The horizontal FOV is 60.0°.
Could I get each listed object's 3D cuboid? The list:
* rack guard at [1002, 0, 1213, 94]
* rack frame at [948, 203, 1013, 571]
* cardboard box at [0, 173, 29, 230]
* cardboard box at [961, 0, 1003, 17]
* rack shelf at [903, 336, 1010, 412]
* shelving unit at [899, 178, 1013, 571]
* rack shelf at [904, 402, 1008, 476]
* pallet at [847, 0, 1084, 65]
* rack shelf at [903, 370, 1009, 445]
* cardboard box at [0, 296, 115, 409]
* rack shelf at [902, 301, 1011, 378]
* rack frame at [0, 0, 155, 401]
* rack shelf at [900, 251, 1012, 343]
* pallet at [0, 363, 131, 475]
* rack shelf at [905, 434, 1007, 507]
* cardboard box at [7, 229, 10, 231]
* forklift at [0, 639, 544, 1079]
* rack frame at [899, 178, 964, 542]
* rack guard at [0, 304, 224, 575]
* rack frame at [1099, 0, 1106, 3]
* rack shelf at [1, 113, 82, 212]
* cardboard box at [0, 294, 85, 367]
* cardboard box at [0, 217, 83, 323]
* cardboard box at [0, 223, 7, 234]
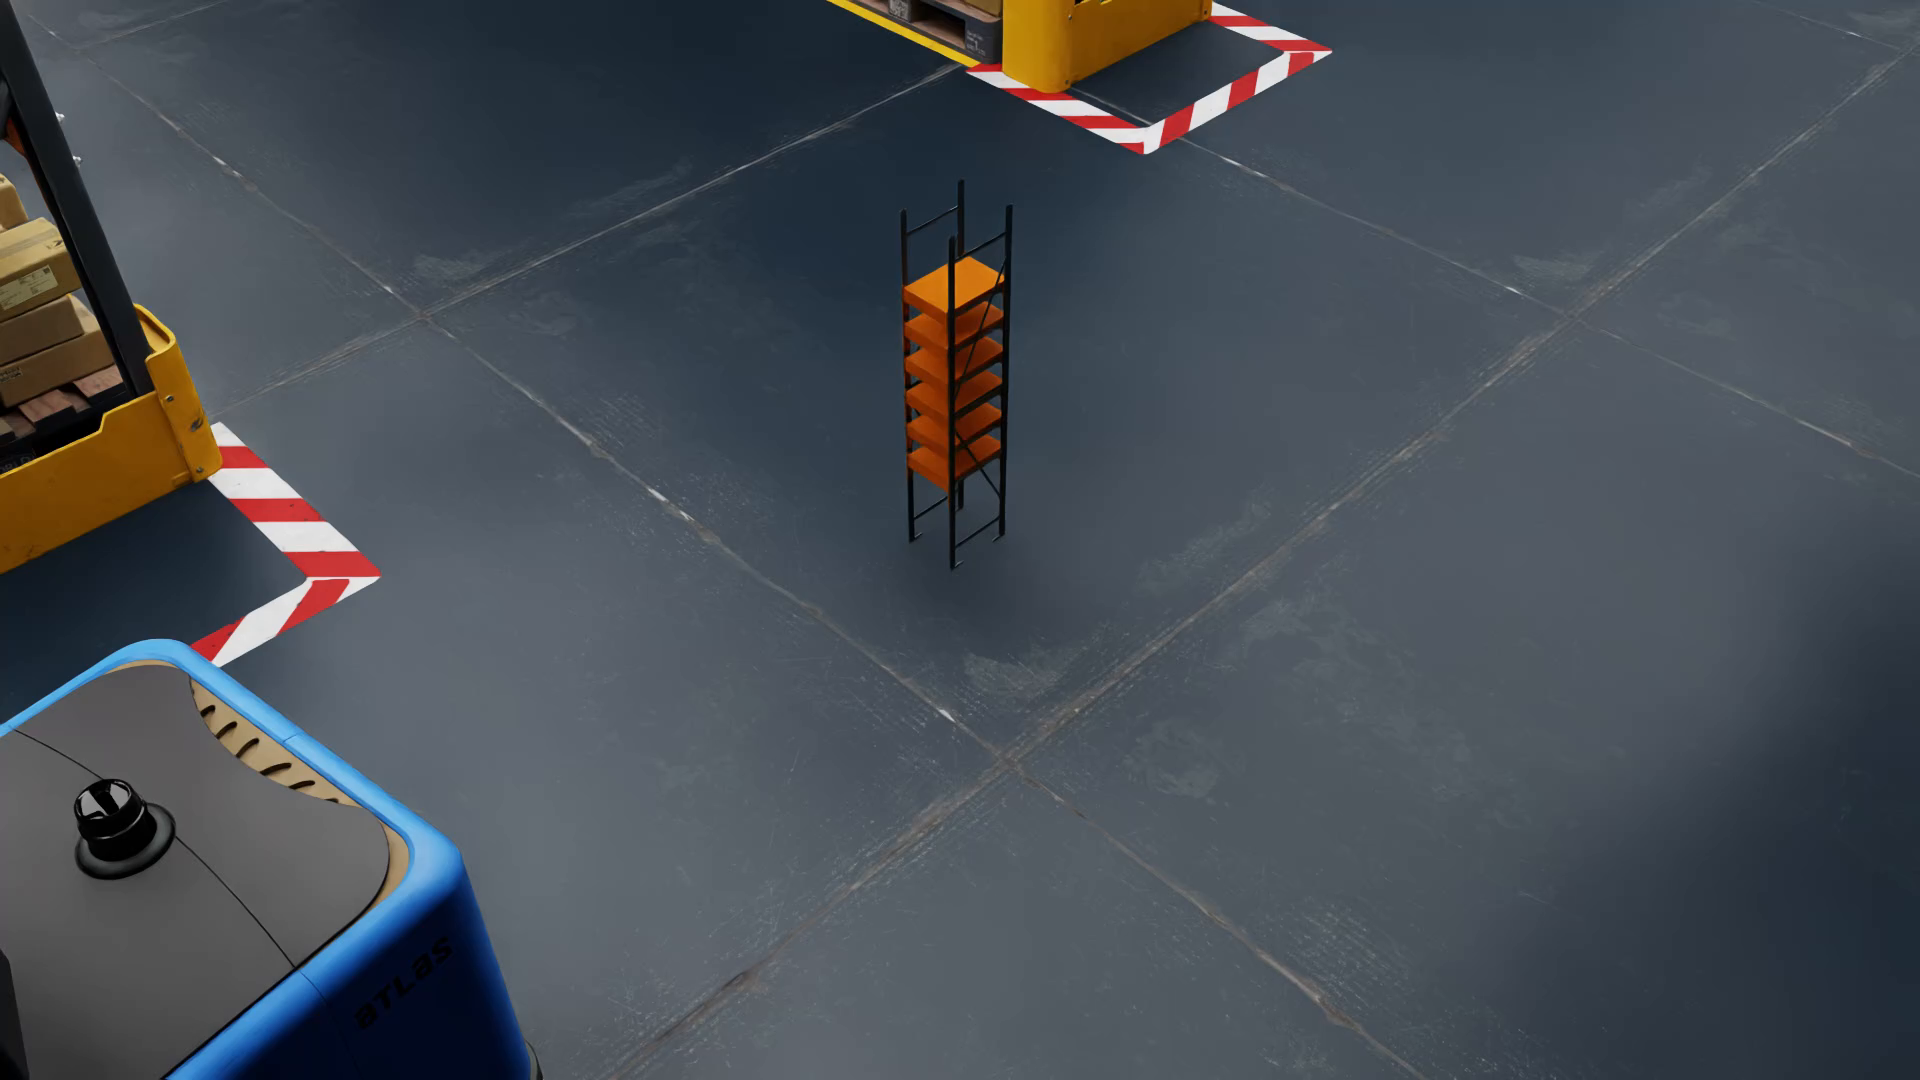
[{"bbox_3d":[0.699,-2.512,7.600,1.175,0.500,0.348,-34,53,-31],"label":"rack guard"},{"bbox_3d":[0.054,-0.404,4.803,0.240,1.200,0.006,-34,53,-31],"label":"rack frame"},{"bbox_3d":[-3.397,-1.111,5.595,0.250,0.149,0.380,34,53,31],"label":"cardboard box"},{"bbox_3d":[0.174,-3.085,7.634,0.875,0.875,0.875,-34,53,-31],"label":"cardboard box"},{"bbox_3d":[-0.010,-0.503,4.799,0.258,0.103,0.180,-34,53,-31],"label":"rack shelf"},{"bbox_3d":[-0.010,-0.448,4.850,0.258,1.200,0.189,-34,53,-31],"label":"shelving unit"},{"bbox_3d":[-0.010,-0.327,4.962,0.258,0.103,0.180,-34,53,-31],"label":"rack shelf"},{"bbox_3d":[0.062,-2.764,8.086,1.003,0.211,1.213,-34,53,-31],"label":"pallet"},{"bbox_3d":[-0.010,-0.415,4.880,0.258,0.103,0.180,-34,53,-31],"label":"rack shelf"},{"bbox_3d":[-3.044,-0.626,5.508,0.380,0.149,0.250,-33,52,-31],"label":"cardboard box"},{"bbox_3d":[-0.010,-0.591,4.718,0.258,0.103,0.180,-34,53,-31],"label":"rack shelf"},{"bbox_3d":[-2.901,-1.113,4.244,1.000,3.000,0.127,-34,53,-31],"label":"rack frame"},{"bbox_3d":[-0.010,-0.679,4.636,0.258,0.103,0.180,-34,53,-31],"label":"rack shelf"},{"bbox_3d":[-3.503,-0.533,5.671,1.003,0.211,1.213,-34,53,-31],"label":"pallet"},{"bbox_3d":[-0.010,-0.239,5.043,0.258,0.103,0.180,-34,53,-31],"label":"rack shelf"},{"bbox_3d":[-3.582,-1.113,5.817,0.380,0.149,0.250,-32,52,-30],"label":"cardboard box"},{"bbox_3d":[-2.193,0.887,2.130,1.130,2.935,3.031,27,49,26],"label":"forklift"},{"bbox_3d":[-0.075,-0.492,4.898,0.240,1.200,0.006,-34,53,-31],"label":"rack frame"},{"bbox_3d":[-2.954,-0.232,5.132,1.175,0.500,0.348,-34,53,-31],"label":"rack guard"},{"bbox_3d":[0.682,-3.442,6.764,1.000,3.000,0.127,-34,53,-31],"label":"rack frame"},{"bbox_3d":[-4.313,-1.810,5.529,1.077,0.370,4.000,-34,53,-31],"label":"rack shelf"},{"bbox_3d":[-3.089,-0.704,5.374,0.380,0.149,0.250,-32,51,-30],"label":"cardboard box"},{"bbox_3d":[-3.030,-0.853,5.316,0.250,0.149,0.380,32,51,30],"label":"cardboard box"},{"bbox_3d":[-3.310,-0.928,5.397,0.380,0.149,0.250,-33,52,-31],"label":"cardboard box"}]
